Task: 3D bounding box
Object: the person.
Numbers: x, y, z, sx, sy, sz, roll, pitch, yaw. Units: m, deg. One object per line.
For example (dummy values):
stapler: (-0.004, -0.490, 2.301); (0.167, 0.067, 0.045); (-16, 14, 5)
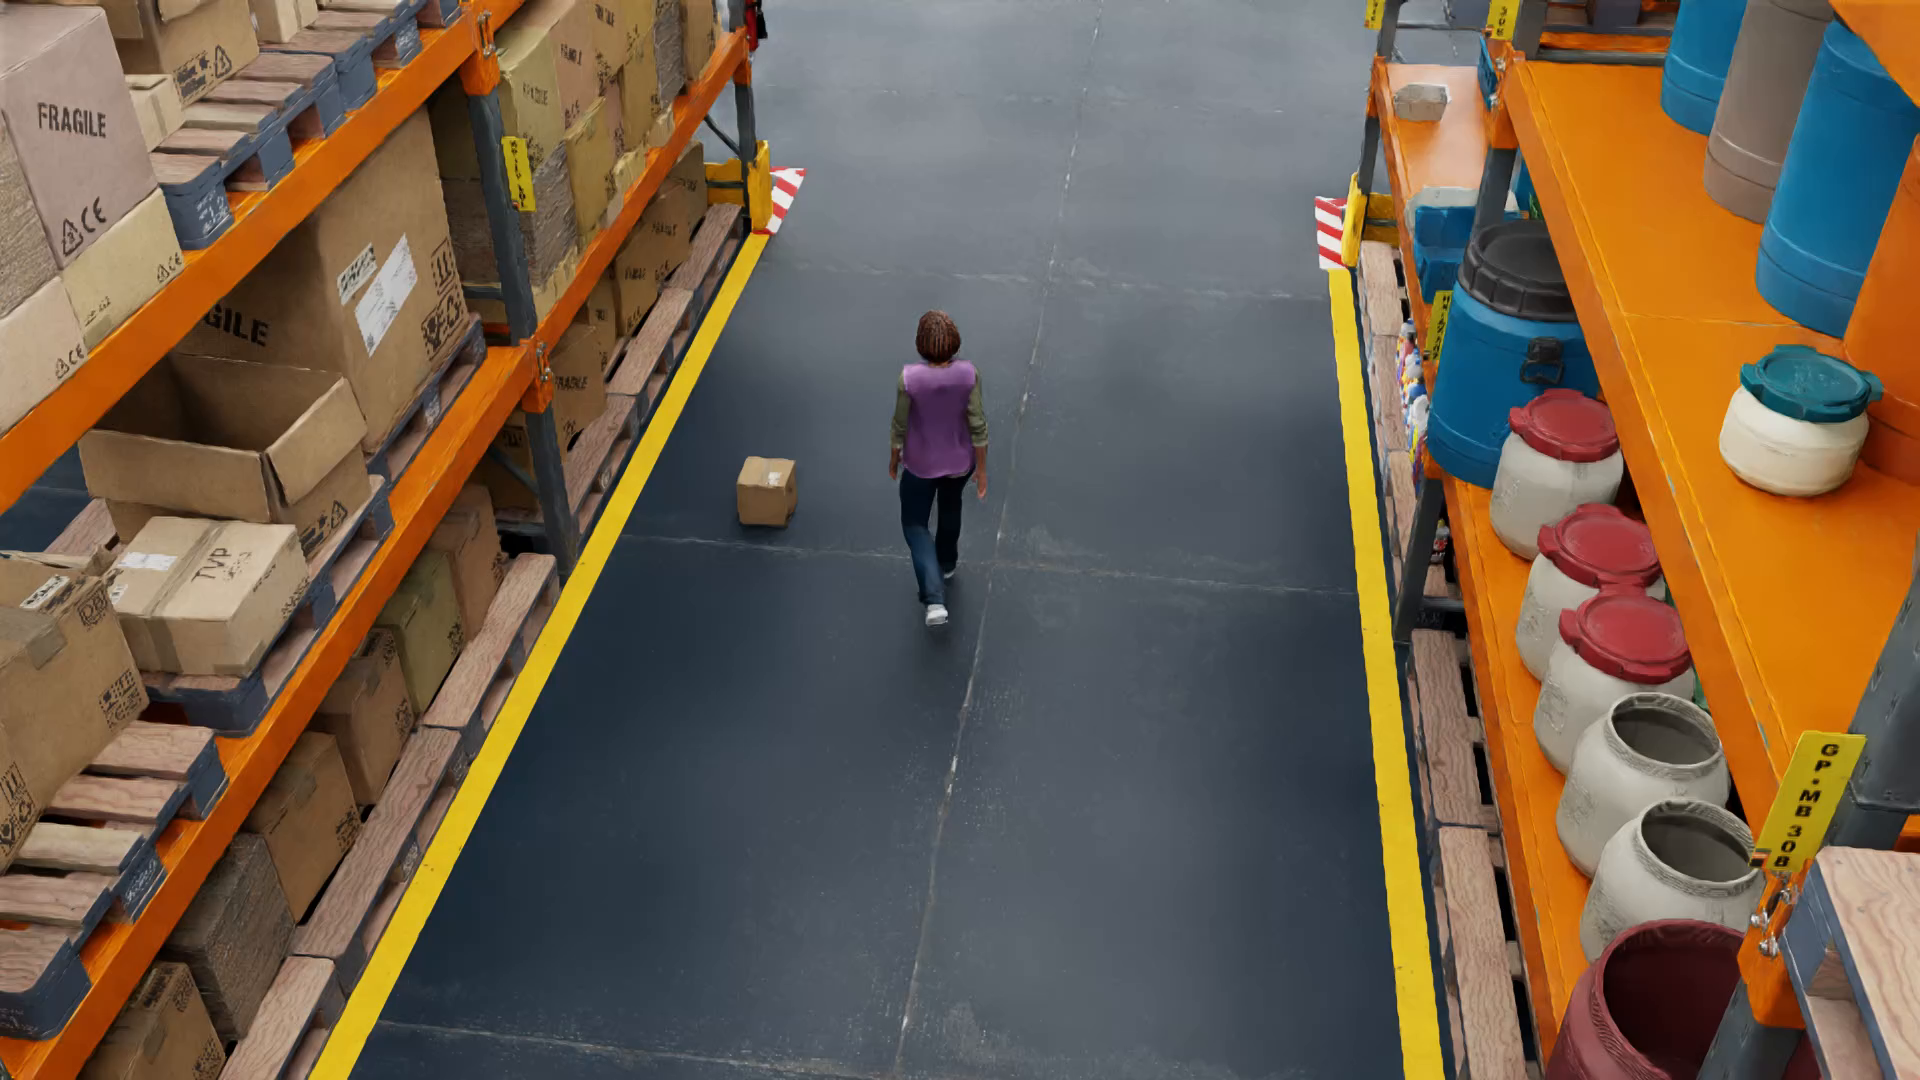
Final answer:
person: (-0.096, -0.334, 7.511); (0.422, 1.536, 0.830); (-8, 37, -11)
